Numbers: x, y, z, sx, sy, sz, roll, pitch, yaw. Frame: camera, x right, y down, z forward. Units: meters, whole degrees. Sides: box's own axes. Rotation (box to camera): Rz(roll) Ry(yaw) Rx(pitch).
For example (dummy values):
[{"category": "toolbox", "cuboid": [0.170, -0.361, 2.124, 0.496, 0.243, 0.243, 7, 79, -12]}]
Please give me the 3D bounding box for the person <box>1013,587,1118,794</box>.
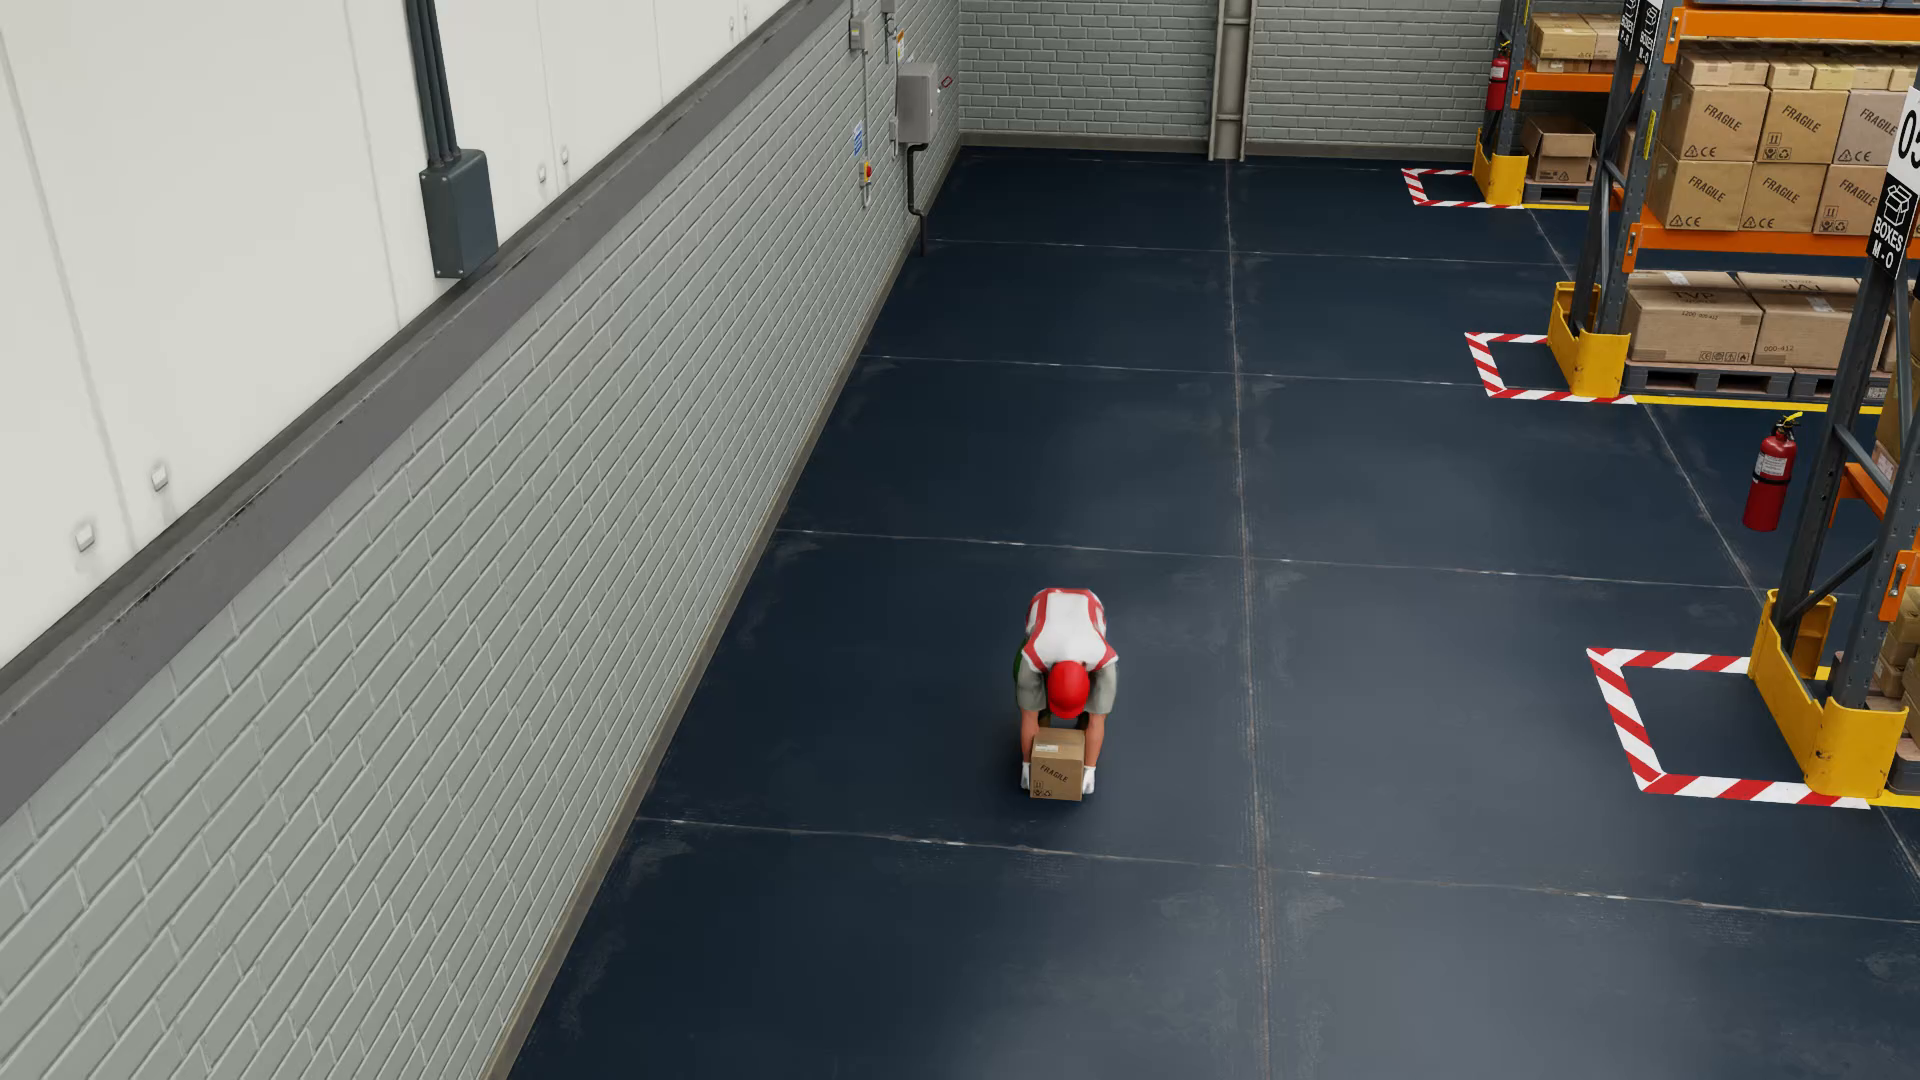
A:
[{"category": "person", "cuboid": [0.523, 0.732, 8.308, 0.526, 0.820, 0.965, 3, 28, 5]}]
